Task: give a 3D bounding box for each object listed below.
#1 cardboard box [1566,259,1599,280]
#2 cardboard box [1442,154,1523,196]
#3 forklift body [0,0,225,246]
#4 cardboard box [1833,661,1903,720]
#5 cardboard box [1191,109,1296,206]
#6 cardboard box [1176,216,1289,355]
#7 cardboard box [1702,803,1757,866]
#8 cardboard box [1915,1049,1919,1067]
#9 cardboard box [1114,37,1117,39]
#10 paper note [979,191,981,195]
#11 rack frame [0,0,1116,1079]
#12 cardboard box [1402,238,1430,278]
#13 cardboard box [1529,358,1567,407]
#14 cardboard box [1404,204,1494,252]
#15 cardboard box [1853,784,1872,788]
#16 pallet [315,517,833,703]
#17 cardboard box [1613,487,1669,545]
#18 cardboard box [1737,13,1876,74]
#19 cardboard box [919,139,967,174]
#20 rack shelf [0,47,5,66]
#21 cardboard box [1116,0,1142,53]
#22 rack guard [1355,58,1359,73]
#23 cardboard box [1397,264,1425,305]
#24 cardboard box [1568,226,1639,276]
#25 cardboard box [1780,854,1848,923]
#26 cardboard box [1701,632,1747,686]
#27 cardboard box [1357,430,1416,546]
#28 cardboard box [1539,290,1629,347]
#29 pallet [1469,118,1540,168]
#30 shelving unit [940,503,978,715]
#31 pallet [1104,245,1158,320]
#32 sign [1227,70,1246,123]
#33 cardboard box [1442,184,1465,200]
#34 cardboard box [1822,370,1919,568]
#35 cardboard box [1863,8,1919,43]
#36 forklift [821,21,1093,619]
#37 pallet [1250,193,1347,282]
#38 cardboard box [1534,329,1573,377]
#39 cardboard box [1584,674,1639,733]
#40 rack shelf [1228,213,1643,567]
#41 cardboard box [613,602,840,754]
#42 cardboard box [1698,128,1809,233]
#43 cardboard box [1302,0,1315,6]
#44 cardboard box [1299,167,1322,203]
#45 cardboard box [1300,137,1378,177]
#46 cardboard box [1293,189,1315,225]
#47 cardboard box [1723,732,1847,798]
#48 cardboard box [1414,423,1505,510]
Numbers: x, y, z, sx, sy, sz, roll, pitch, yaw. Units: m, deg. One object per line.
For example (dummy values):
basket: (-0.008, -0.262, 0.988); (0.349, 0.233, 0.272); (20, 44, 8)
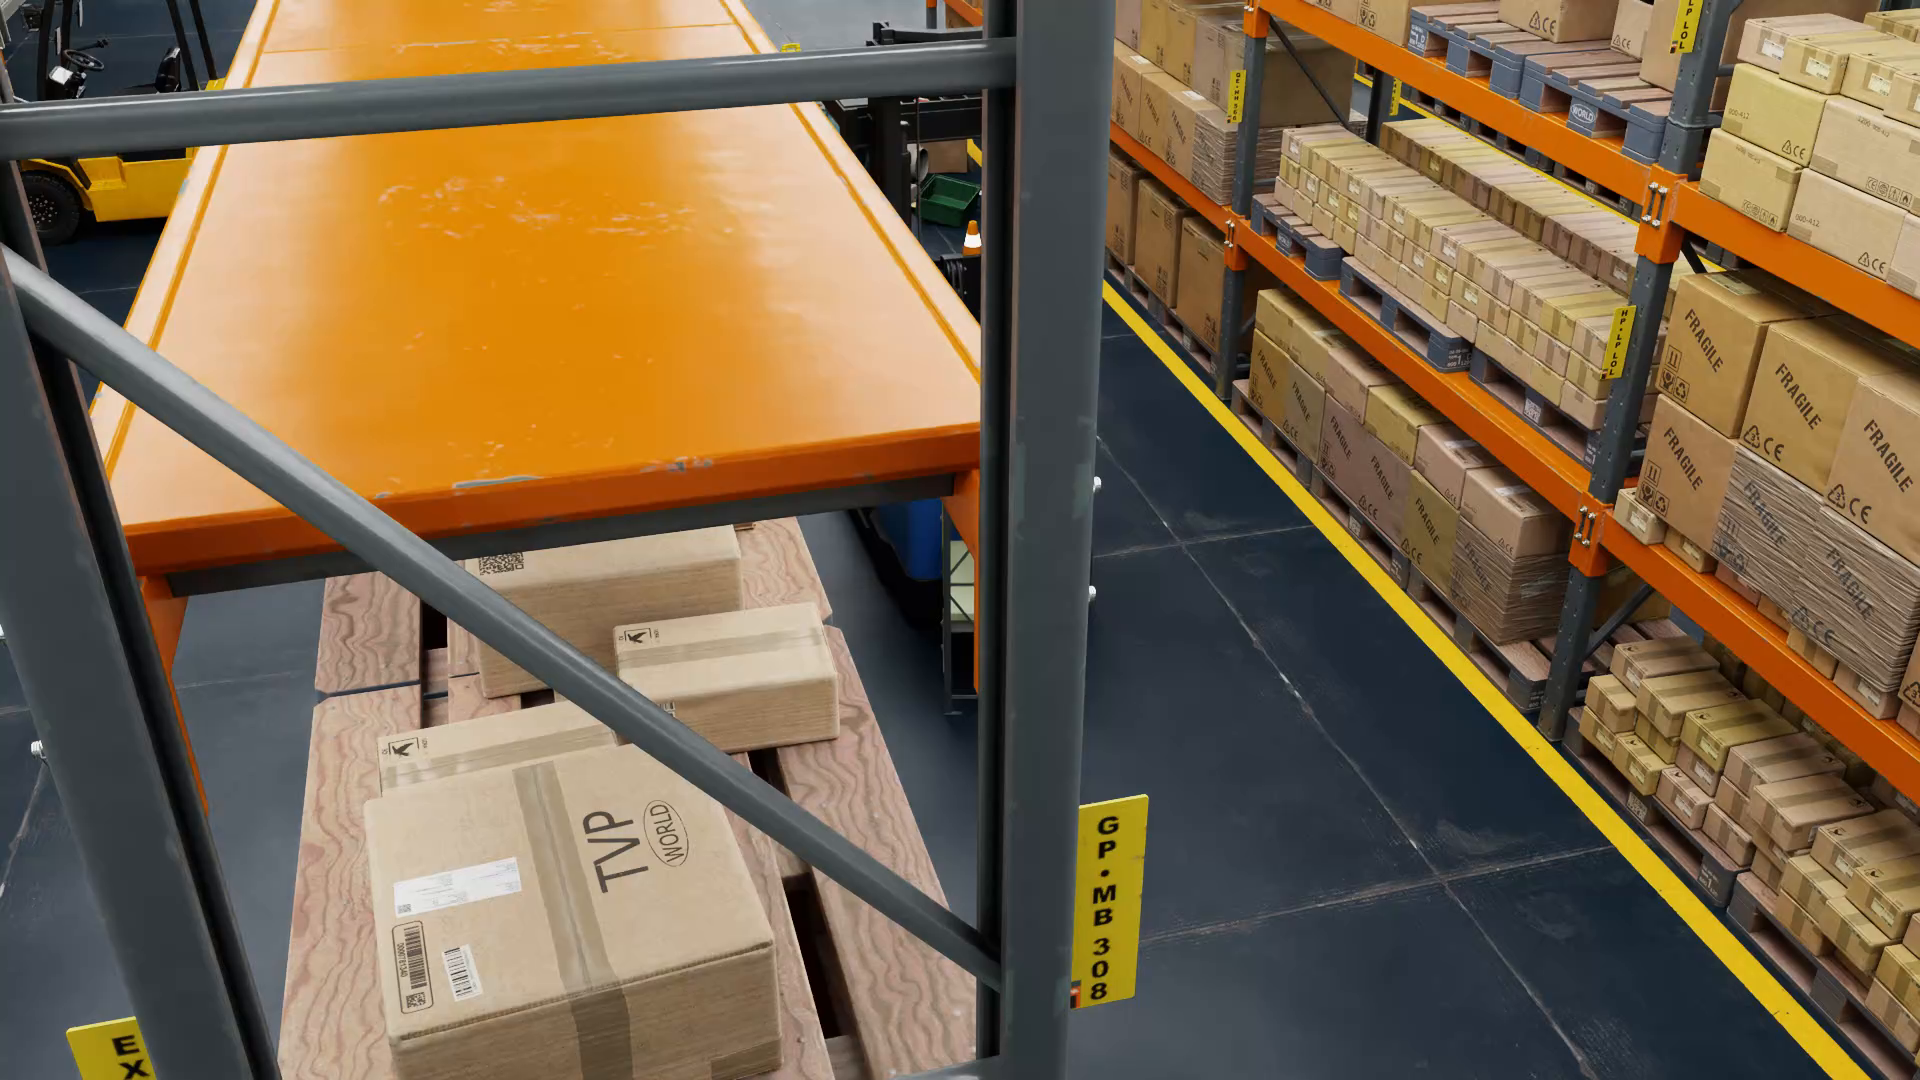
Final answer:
cardboard box: (3.377, -1.367, 8.652); (0.380, 0.149, 0.250); (-7, 31, -11)
cardboard box: (3.040, -2.119, 9.654); (0.380, 0.149, 0.250); (-7, 31, -12)
forklift body: (-7.132, -3.795, 14.159); (2.313, 2.155, 1.214); (-8, 31, -13)
cardboard box: (3.477, 0.510, 6.125); (0.380, 0.149, 0.250); (-7, 31, -11)
cardboard box: (1.881, -2.566, 11.088); (0.500, 0.500, 0.500); (-8, 31, -13)
cardboard box: (2.185, -1.855, 11.786); (1.050, 0.750, 0.750); (-8, 31, -14)
cardboard box: (3.410, 1.220, 7.075); (0.380, 0.149, 0.250); (-8, 31, -14)
cardboard box: (3.683, 1.867, 5.957); (0.380, 0.149, 0.250); (-9, 31, -15)
cardboard box: (1.213, -3.782, 13.190); (0.500, 0.500, 0.500); (-8, 31, -13)
paper note: (0.146, -3.192, 15.234); (0.142, 0.020, 0.147); (19, 35, 29)
rack frame: (-0.366, -0.366, 1.399); (0.949, 2.616, 0.053); (-8, 31, -13)
cardboard box: (2.613, -1.531, 8.935); (0.380, 0.149, 0.250); (-7, 31, -11)
cardboard box: (2.955, -0.773, 7.922); (0.380, 0.149, 0.250); (-8, 31, -13)
cardboard box: (2.609, -1.667, 8.873); (0.380, 0.149, 0.250); (-8, 31, -14)
cardboard box: (3.855, 1.015, 7.132); (0.380, 0.149, 0.250); (-8, 31, -13)
pallet: (-0.897, 0.023, 3.810); (1.003, 0.211, 1.213); (-8, 31, -13)
cardboard box: (3.081, -0.120, 7.213); (0.380, 0.149, 0.250); (-7, 31, -11)
cardboard box: (3.165, -1.858, 6.224); (0.380, 0.149, 0.250); (-8, 31, -14)
cardboard box: (-0.203, -3.805, 15.822); (0.500, 0.500, 0.500); (-3, 30, -5)
rack shelf: (-8.863, -3.558, 13.621); (1.077, 0.370, 4.000); (-8, 31, -13)
cardboard box: (1.608, -4.017, 12.598); (0.700, 0.500, 0.500); (-8, 31, -13)
rack guard: (4.965, -5.696, 19.093); (1.175, 0.500, 0.348); (-8, 31, -13)
cardboard box: (2.605, -1.405, 9.014); (0.380, 0.149, 0.250); (-9, 31, -15)
cardboard box: (3.382, -1.493, 8.573); (0.380, 0.149, 0.250); (-8, 31, -14)
cardboard box: (3.487, 1.353, 6.549); (0.380, 0.149, 0.250); (-8, 31, -14)
cardboard box: (3.667, 0.523, 7.684); (0.380, 0.149, 0.250); (-7, 31, -12)
cardboard box: (2.614, -0.329, 9.399); (0.500, 0.500, 0.500); (-9, 31, -14)
cardboard box: (2.954, -1.037, 7.784); (0.380, 0.149, 0.250); (-9, 31, -15)
pallet: (5.795, -3.996, 16.443); (1.003, 0.211, 1.213); (-8, 31, -13)
shelving unit: (0.119, 0.031, 8.199); (0.431, 1.500, 0.755); (0, 30, -1)
pallet: (1.803, -2.113, 13.189); (1.003, 0.211, 1.213); (-8, 31, -13)
sign: (1.725, -2.766, 10.379); (0.100, 0.325, 0.005); (-8, 31, -13)
cardboard box: (3.041, -1.988, 9.725); (0.380, 0.149, 0.250); (-8, 31, -13)
cardboard box: (3.462, -0.267, 5.822); (0.500, 0.500, 0.500); (-7, 31, -12)
cardboard box: (3.668, -1.916, 6.325); (0.380, 0.149, 0.250); (-9, 31, -16)
forklift: (-0.173, -1.572, 9.540); (1.130, 2.935, 3.031); (-8, 31, -14)
pallet: (2.552, -1.927, 10.277); (1.213, 0.211, 1.003); (-8, 31, -13)
cardboard box: (2.954, -0.903, 7.851); (0.380, 0.149, 0.250); (-8, 31, -13)
cardboard box: (3.109, 0.732, 7.620); (0.380, 0.149, 0.250); (-6, 31, -11)
rack shelf: (2.791, -1.063, 9.311); (1.077, 0.370, 4.000); (-8, 31, -13)
cardboard box: (-0.430, 0.260, 3.044); (0.380, 0.149, 0.250); (-7, 31, -11)
cardboard box: (3.190, -1.383, 6.301); (0.500, 0.250, 0.500); (-6, 31, -11)
cardboard box: (2.155, -3.371, 9.485); (0.500, 0.500, 0.500); (-8, 31, -13)
cardboard box: (2.268, -2.151, 10.007); (0.380, 0.149, 0.250); (-6, 31, -11)
cardboard box: (2.269, -2.293, 9.954); (0.380, 0.149, 0.250); (-9, 31, -15)
cardboard box: (2.255, -2.041, 10.113); (0.380, 0.149, 0.250); (-6, 31, -11)
cardboard box: (3.435, 0.959, 6.931); (0.380, 0.149, 0.250); (-9, 31, -15)
cardboard box: (2.756, -0.409, 8.790); (0.500, 0.250, 0.500); (-6, 31, -11)
